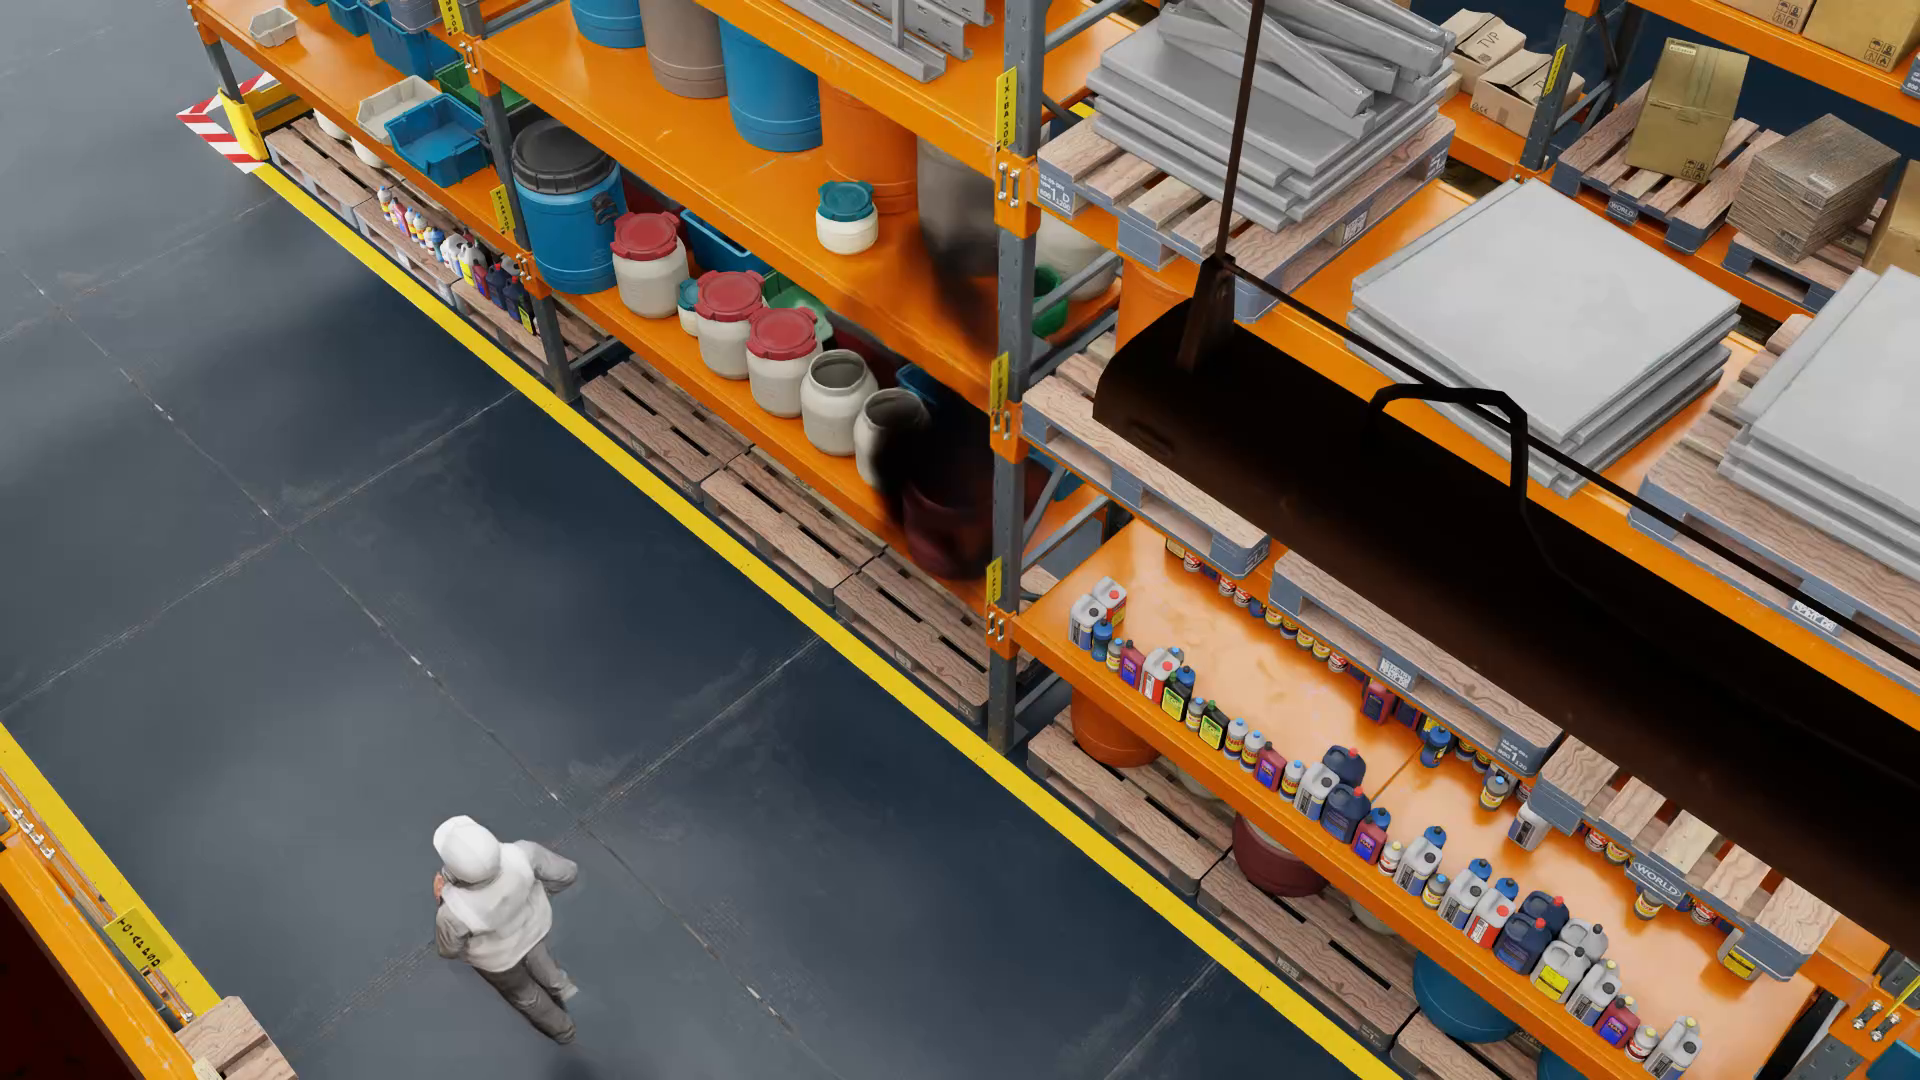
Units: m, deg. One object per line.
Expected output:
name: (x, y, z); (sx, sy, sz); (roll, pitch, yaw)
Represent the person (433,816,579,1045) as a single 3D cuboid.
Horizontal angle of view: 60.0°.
person: (-2.064, 1.706, 7.448); (0.592, 1.754, 0.644); (30, 56, 23)
